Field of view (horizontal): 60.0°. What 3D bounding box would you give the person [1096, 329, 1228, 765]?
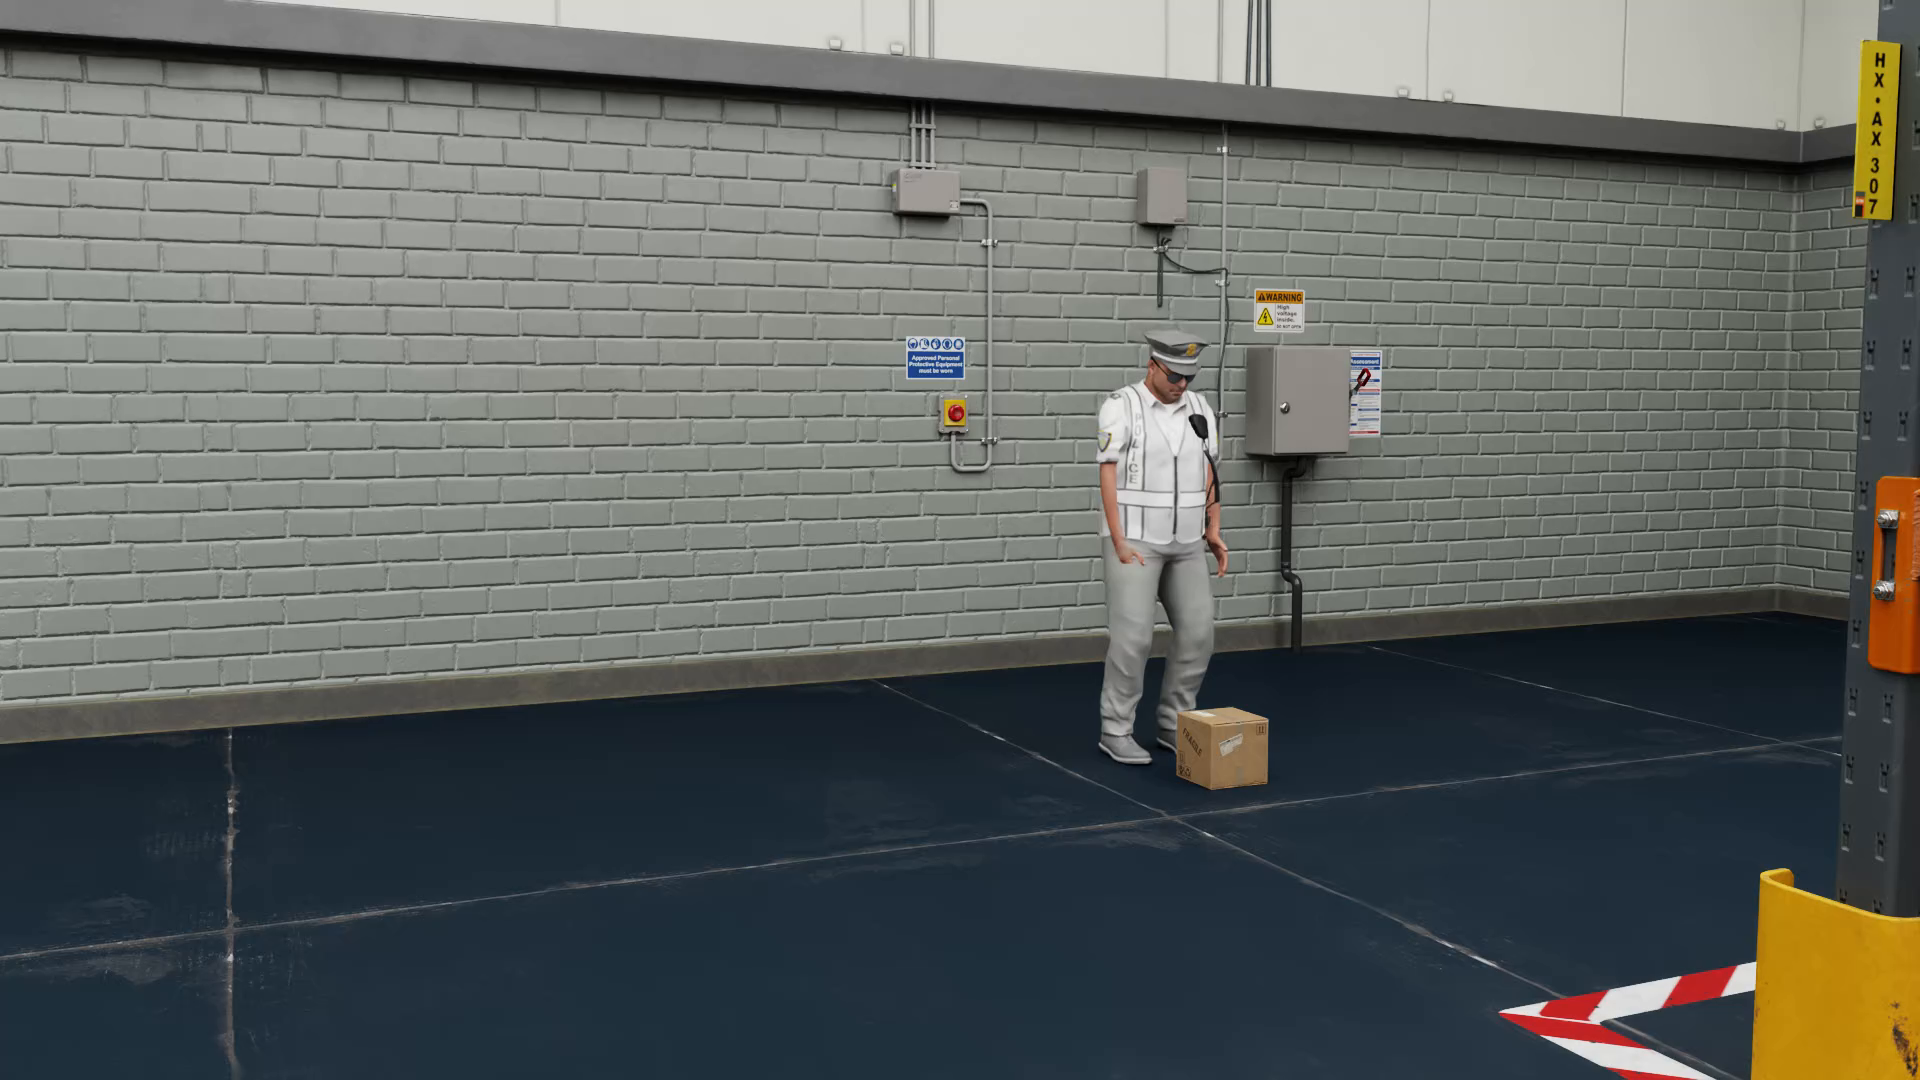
[{"bbox_3d":[0.811,0.018,6.721,0.544,1.726,0.424,-2,6,-22],"label":"person"}]
